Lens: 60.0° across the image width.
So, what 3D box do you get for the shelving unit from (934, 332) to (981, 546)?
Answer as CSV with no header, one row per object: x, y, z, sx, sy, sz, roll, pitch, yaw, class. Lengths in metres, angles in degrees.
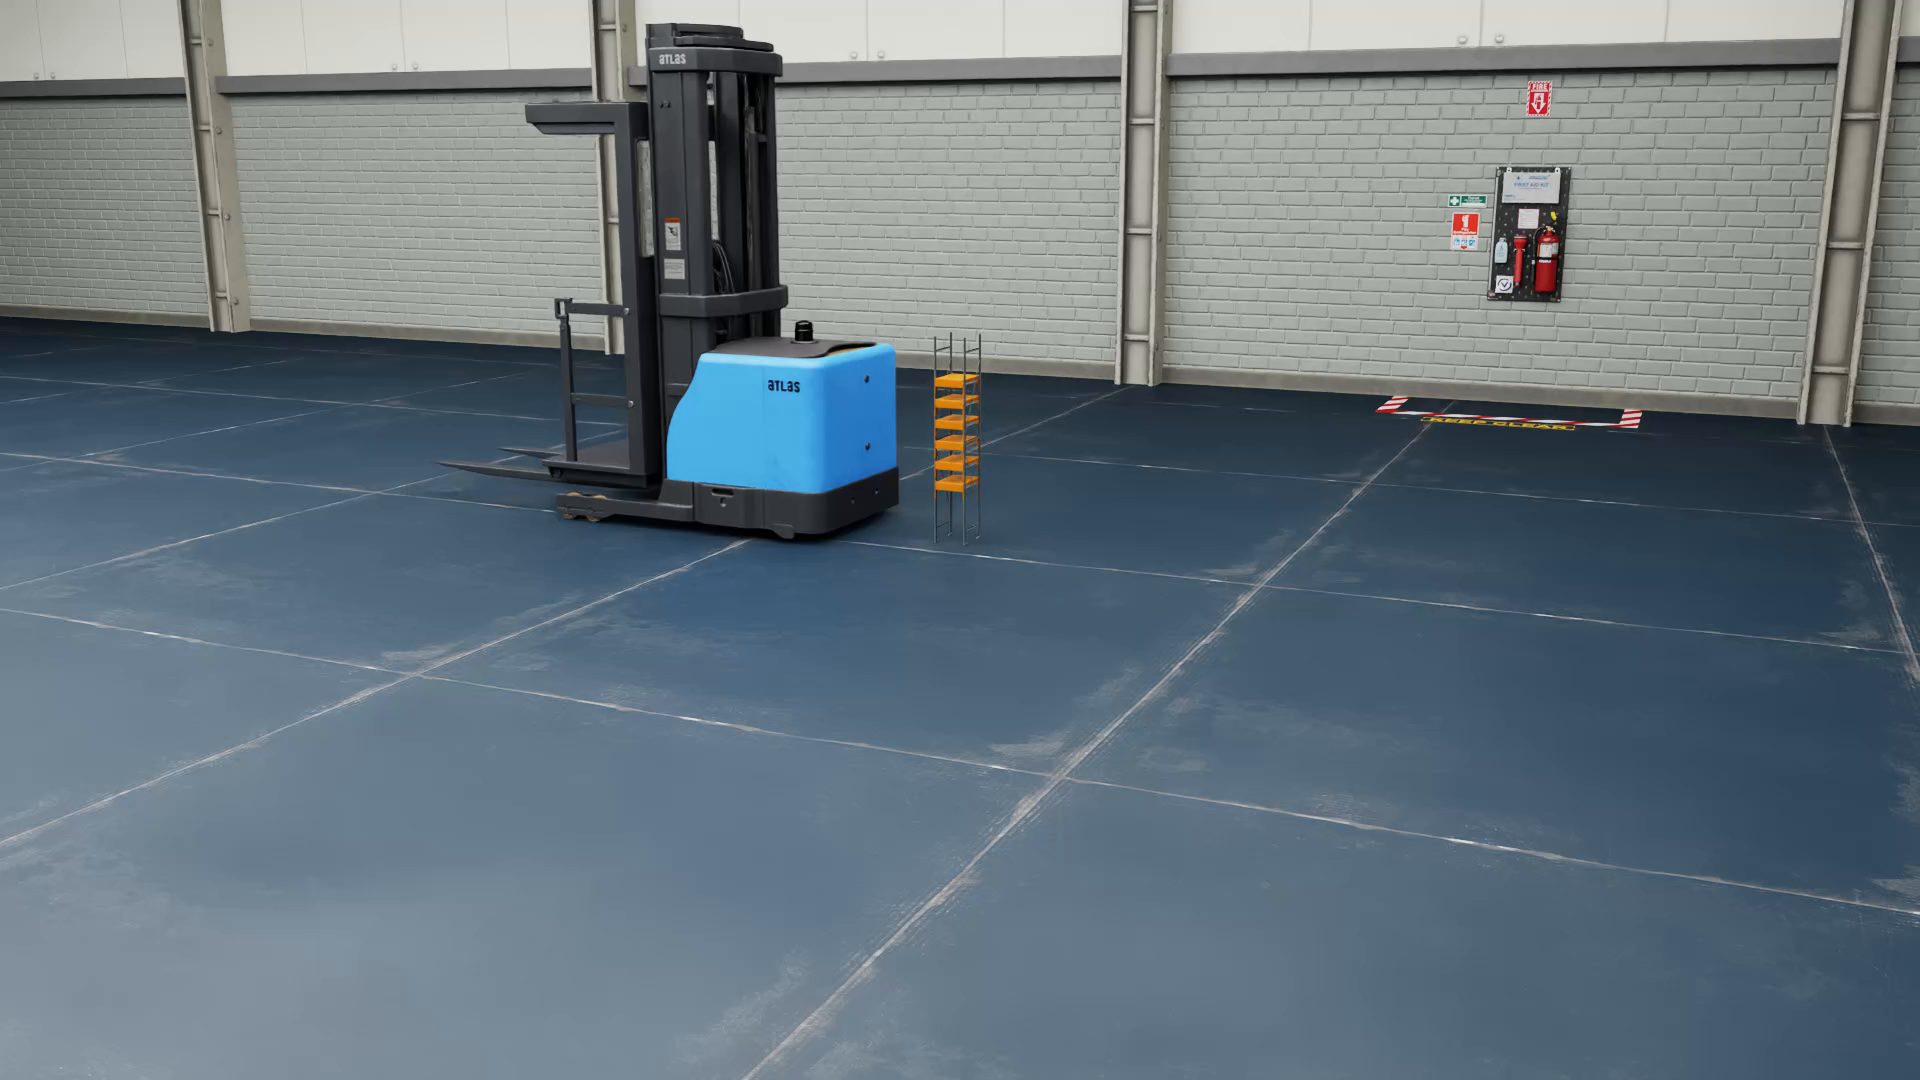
-0.013,-0.585,9.623,0.189,1.200,0.258,6,14,23,shelving unit

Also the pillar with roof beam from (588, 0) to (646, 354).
-5.477,-5.576,13.819,0.400,9.000,9.100,6,14,23,pillar with roof beam

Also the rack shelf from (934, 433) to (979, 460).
-0.013,-0.542,9.634,0.180,0.103,0.258,6,14,23,rack shelf

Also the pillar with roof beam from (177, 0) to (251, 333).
-10.963,-6.131,16.185,0.400,9.000,9.100,6,14,23,pillar with roof beam

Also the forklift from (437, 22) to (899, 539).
-1.938,-1.638,10.321,3.031,2.935,1.130,6,15,25,forklift

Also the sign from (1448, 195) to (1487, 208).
4.531,-3.026,14.848,0.331,0.109,0.001,6,14,23,sign

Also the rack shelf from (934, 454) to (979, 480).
-0.013,-0.425,9.661,0.180,0.103,0.258,6,14,23,rack shelf

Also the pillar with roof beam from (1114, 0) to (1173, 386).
0.009,-5.021,11.453,0.400,9.000,9.100,6,14,23,pillar with roof beam

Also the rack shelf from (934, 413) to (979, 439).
-0.013,-0.659,9.606,0.180,0.103,0.258,6,14,23,rack shelf

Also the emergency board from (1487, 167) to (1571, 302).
4.994,-2.681,14.613,0.643,1.169,0.194,6,14,23,emergency board

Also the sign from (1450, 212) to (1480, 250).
4.531,-2.771,14.919,0.234,0.329,0.001,6,14,23,sign

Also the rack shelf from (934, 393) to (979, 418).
-0.013,-0.776,9.579,0.180,0.103,0.258,6,14,23,rack shelf

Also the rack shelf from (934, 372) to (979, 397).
-0.013,-0.893,9.551,0.180,0.103,0.258,6,14,23,rack shelf

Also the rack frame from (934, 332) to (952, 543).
-0.097,-0.594,9.660,0.006,1.200,0.240,6,14,23,rack frame

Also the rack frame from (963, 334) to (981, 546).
0.070,-0.577,9.587,0.006,1.200,0.240,6,14,23,rack frame

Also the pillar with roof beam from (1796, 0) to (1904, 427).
5.495,-4.466,9.087,0.400,9.000,9.100,6,14,23,pillar with roof beam

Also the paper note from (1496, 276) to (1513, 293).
4.861,-2.283,14.845,0.142,0.148,0.016,6,14,23,paper note

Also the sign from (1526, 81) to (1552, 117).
5.027,-3.831,14.440,0.199,0.298,0.001,6,14,23,sign

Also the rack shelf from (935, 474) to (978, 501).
-0.013,-0.309,9.688,0.180,0.103,0.258,6,14,23,rack shelf
